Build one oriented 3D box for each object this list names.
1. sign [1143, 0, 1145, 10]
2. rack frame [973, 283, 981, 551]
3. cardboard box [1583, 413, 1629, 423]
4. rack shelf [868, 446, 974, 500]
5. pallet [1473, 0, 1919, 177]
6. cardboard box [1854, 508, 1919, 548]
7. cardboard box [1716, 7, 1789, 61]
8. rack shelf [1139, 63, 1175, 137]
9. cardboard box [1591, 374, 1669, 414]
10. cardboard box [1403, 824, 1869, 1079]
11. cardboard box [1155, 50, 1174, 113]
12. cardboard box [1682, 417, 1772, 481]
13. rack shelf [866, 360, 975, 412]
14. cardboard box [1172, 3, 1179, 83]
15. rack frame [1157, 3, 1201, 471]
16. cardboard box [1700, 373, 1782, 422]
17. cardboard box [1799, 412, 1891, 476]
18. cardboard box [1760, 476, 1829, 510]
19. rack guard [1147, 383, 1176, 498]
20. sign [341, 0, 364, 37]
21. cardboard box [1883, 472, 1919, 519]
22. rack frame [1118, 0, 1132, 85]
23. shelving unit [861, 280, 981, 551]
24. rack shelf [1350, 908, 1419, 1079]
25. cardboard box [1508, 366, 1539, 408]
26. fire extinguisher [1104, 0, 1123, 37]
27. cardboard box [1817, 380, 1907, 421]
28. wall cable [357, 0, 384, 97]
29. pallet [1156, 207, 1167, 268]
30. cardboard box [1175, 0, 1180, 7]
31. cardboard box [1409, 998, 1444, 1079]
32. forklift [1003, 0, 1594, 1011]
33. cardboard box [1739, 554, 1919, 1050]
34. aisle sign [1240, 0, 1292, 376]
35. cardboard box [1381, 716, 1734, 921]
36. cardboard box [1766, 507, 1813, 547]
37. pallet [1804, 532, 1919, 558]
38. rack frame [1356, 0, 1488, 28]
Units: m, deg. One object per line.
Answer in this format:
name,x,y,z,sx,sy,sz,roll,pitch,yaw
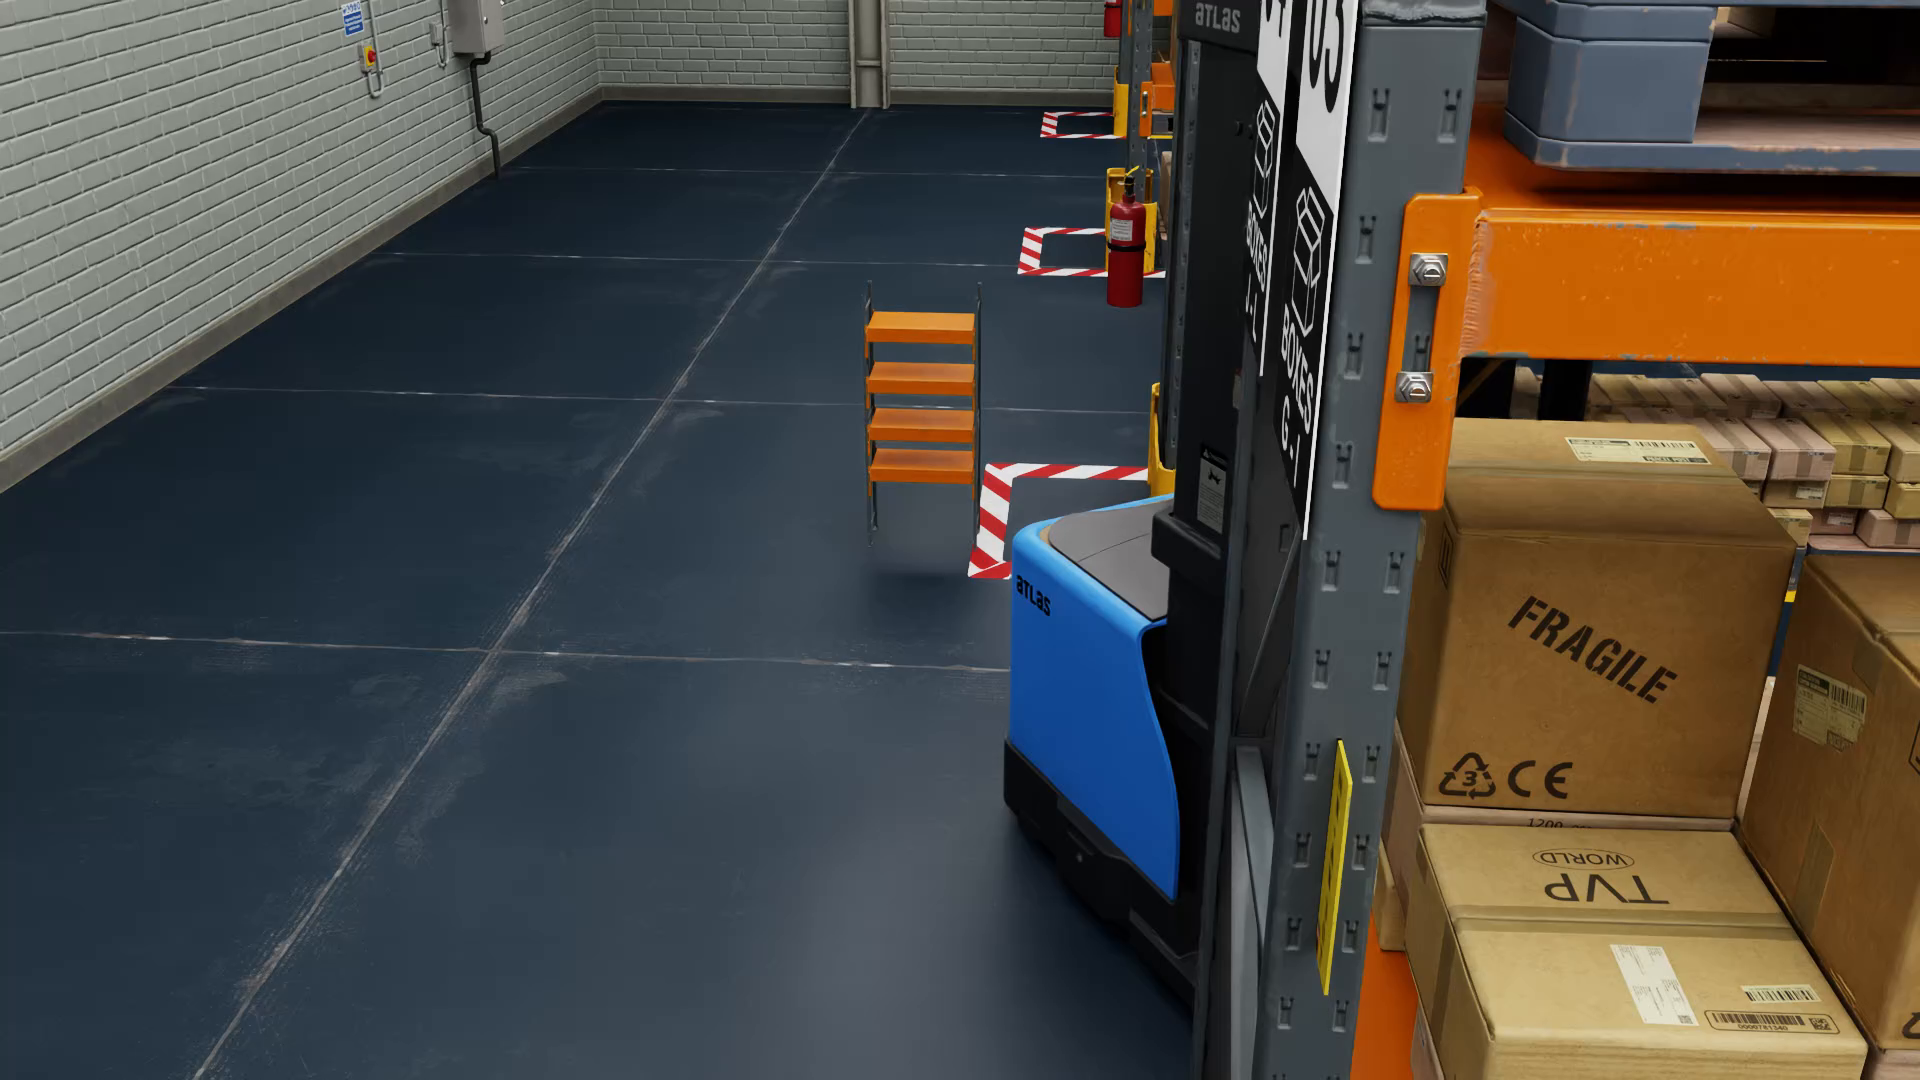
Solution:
sign,1.234,-3.710,11.095,0.005,0.325,0.100,2,25,4
rack frame,0.078,-0.543,7.494,0.015,1.200,0.240,2,25,4
cardboard box,2.814,-0.420,7.270,0.250,0.149,0.380,2,25,5
rack shelf,-0.165,-0.309,7.622,0.480,0.148,0.258,2,25,4
pallet,1.264,-0.685,2.168,1.213,0.211,1.003,2,25,4
cardboard box,4.054,-0.109,7.307,0.250,0.149,0.380,1,25,2
cardboard box,2.960,-1.902,6.622,0.500,0.500,0.500,1,25,2
rack shelf,3.276,-3.122,11.806,4.000,0.370,1.077,2,25,4
cardboard box,3.108,-0.642,7.753,0.250,0.149,0.380,2,25,4
cardboard box,0.981,0.679,2.510,0.500,0.250,0.500,1,25,3
cardboard box,2.261,-4.579,16.597,0.637,0.503,0.797,1,25,2
cardboard box,3.311,-0.398,7.223,0.250,0.149,0.380,1,25,2
rack shelf,-0.165,-0.693,7.445,0.480,0.148,0.258,2,25,4
cardboard box,1.739,-3.423,11.480,0.500,0.500,0.500,2,25,4
rack frame,1.004,-1.446,7.304,0.127,3.000,1.000,2,25,4
cardboard box,3.629,-0.643,7.756,0.250,0.149,0.380,2,25,5
cardboard box,3.858,-0.424,7.280,0.250,0.149,0.380,3,25,6
cardboard box,3.616,-0.280,7.322,0.250,0.149,0.380,2,25,5
rack guard,1.080,-0.308,7.821,0.348,0.500,1.175,2,25,4
sign,-4.407,-3.788,12.070,0.001,0.218,0.327,2,25,4
cardboard box,4.114,-0.231,7.216,0.250,0.149,0.380,1,25,2
rack frame,1.658,-5.581,16.291,0.127,3.000,1.000,2,25,4
shelving unit,-0.165,-0.550,7.511,0.503,1.200,0.258,2,25,4
rack shelf,2.518,1.009,2.830,4.000,0.370,1.077,2,25,4
cardboard box,2.591,-0.693,7.865,0.250,0.149,0.380,3,25,6
fire extinguisher,1.476,-5.189,15.977,0.183,0.674,0.296,2,25,4
cardboard box,4.138,-0.602,7.667,0.250,0.149,0.380,2,25,3
wall cable,-4.342,-4.159,11.947,0.123,1.953,0.585,2,25,4
pallet,2.085,-2.253,12.393,1.213,0.211,1.003,2,25,4
cardboard box,1.739,-3.878,11.274,0.500,0.500,0.500,1,25,3
cardboard box,0.852,0.881,2.547,0.250,0.149,0.380,2,25,5
forklift,1.270,0.055,4.123,1.130,2.935,3.031,-12,27,-25
cardboard box,1.480,0.354,2.318,0.500,0.500,0.500,1,25,3
aisle sign,0.475,-0.690,2.552,0.004,0.787,0.394,2,25,4
cardboard box,1.027,0.456,2.994,0.500,0.250,0.500,1,25,3
cardboard box,3.543,-0.117,7.325,0.250,0.149,0.380,2,25,4
pallet,4.320,-0.058,7.624,1.213,0.211,1.003,2,25,4
rack frame,0.523,-2.107,1.565,0.127,3.000,1.000,2,25,4
